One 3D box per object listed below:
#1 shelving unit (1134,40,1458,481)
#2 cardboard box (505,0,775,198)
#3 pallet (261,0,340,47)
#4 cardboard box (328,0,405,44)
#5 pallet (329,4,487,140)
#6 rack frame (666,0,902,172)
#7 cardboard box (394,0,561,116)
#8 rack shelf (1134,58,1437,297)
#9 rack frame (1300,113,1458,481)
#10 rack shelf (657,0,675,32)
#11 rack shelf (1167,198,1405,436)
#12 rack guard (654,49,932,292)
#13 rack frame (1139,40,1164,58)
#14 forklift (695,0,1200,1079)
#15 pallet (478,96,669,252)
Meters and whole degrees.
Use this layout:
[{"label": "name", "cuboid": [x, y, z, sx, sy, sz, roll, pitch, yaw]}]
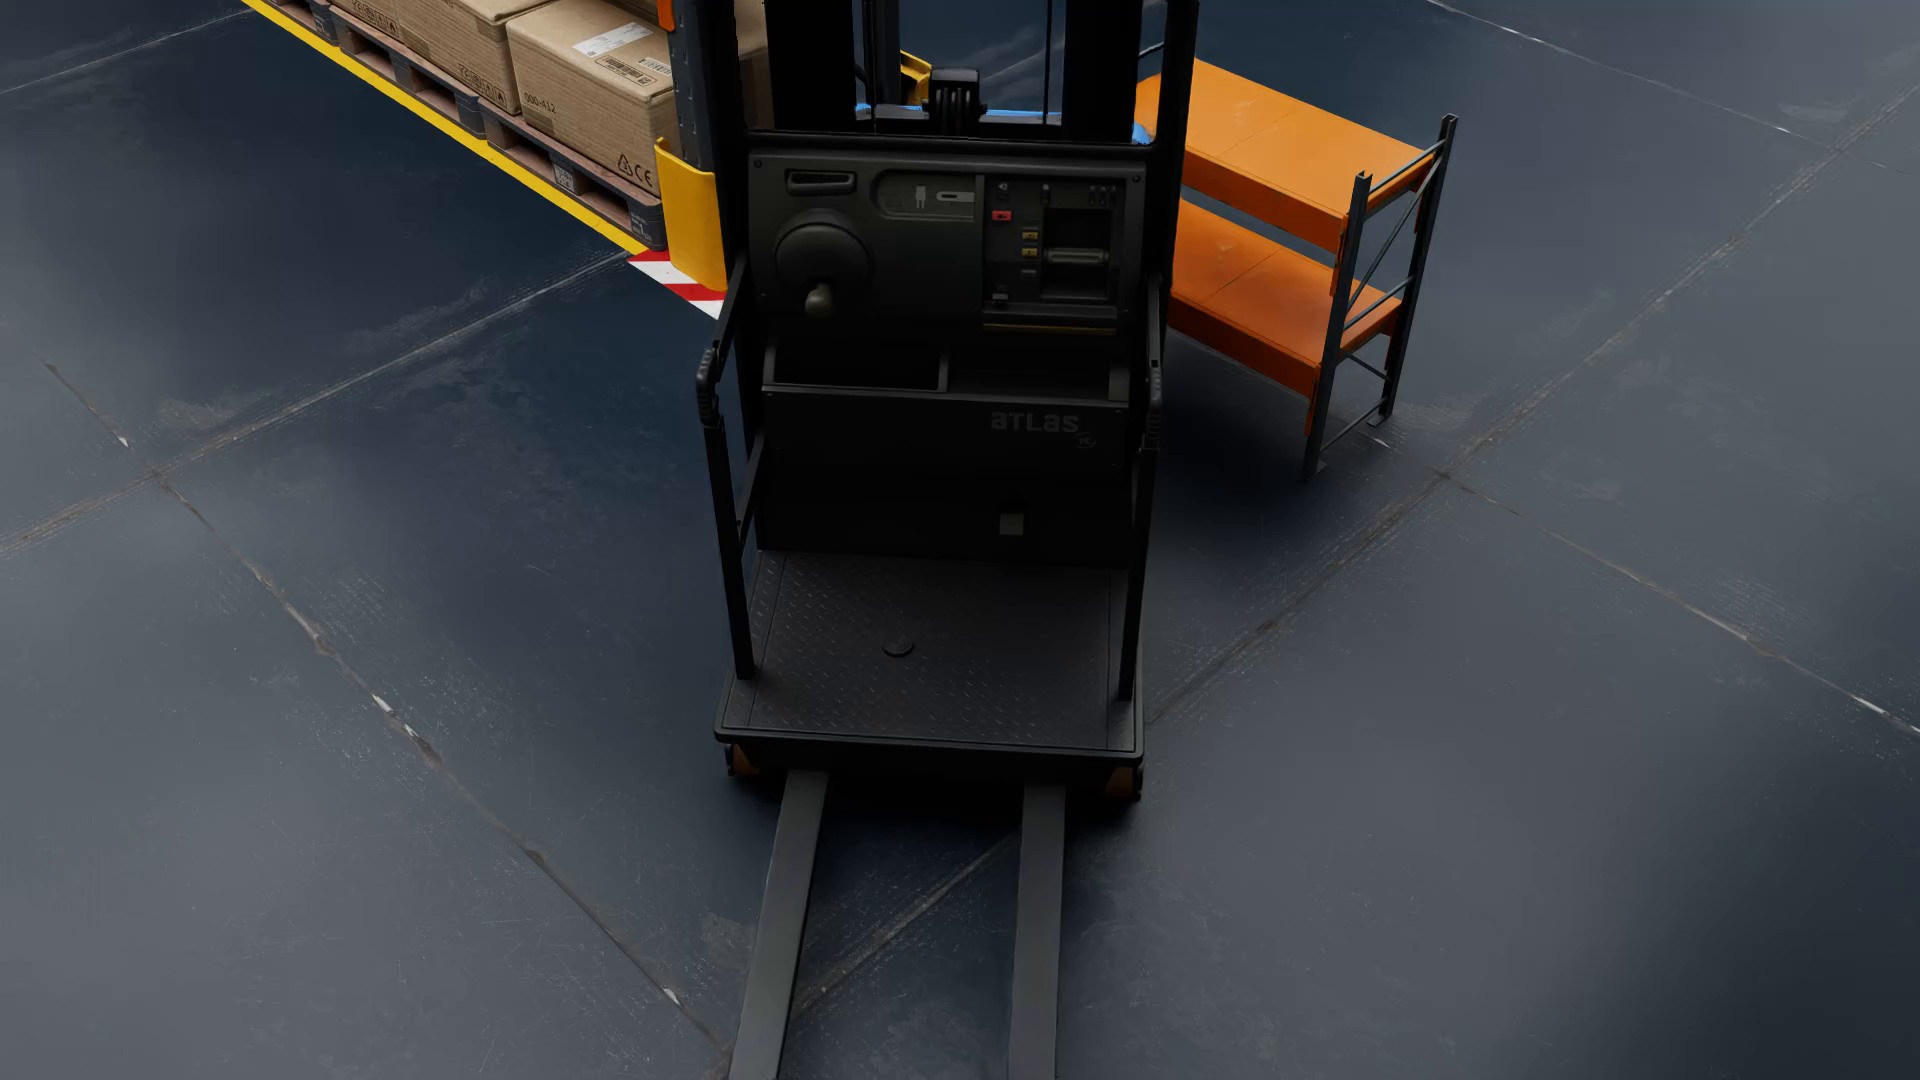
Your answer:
[{"label": "shelving unit", "cuboid": [0.937, -0.974, 5.475, 1.048, 1.125, 0.538, 33, 52, 31]}, {"label": "cardboard box", "cuboid": [-1.163, -1.874, 6.647, 0.875, 0.438, 0.875, 32, 52, 30]}, {"label": "pallet", "cuboid": [-2.970, -2.887, 8.219, 1.003, 0.211, 1.213, -34, 53, -31]}, {"label": "cardboard box", "cuboid": [-2.451, -2.744, 7.588, 0.875, 0.438, 0.875, 33, 52, 30]}, {"label": "pallet", "cuboid": [-2.104, -2.301, 7.584, 1.003, 0.211, 1.213, -34, 53, -31]}, {"label": "rack frame", "cuboid": [-0.626, -2.392, 5.628, 1.000, 3.000, 0.127, -34, 53, -31]}, {"label": "cardboard box", "cuboid": [-1.816, -2.310, 7.118, 0.875, 0.438, 0.875, -33, 52, -30]}, {"label": "rack shelf", "cuboid": [0.937, -1.189, 5.277, 1.000, 0.278, 0.538, 33, 52, 31]}, {"label": "rack frame", "cuboid": [1.304, -0.735, 5.217, 0.032, 1.125, 0.500, 33, 52, 31]}, {"label": "rack shelf", "cuboid": [-2.039, -3.089, 6.912, 1.077, 0.370, 4.000, -34, 53, -31]}, {"label": "rack shelf", "cuboid": [0.937, -0.795, 5.641, 1.000, 0.278, 0.538, 33, 52, 31]}, {"label": "rack guard", "cuboid": [-0.610, -1.462, 6.464, 1.175, 0.500, 0.348, -34, 53, -31]}, {"label": "rack frame", "cuboid": [0.570, -1.213, 5.734, 0.032, 1.125, 0.500, 33, 52, 31]}, {"label": "forklift", "cuboid": [-0.049, -0.621, 3.762, 1.130, 2.935, 3.031, 3, 43, 3]}, {"label": "pallet", "cuboid": [-1.247, -1.714, 6.950, 1.003, 0.211, 1.213, -34, 53, -31]}]
